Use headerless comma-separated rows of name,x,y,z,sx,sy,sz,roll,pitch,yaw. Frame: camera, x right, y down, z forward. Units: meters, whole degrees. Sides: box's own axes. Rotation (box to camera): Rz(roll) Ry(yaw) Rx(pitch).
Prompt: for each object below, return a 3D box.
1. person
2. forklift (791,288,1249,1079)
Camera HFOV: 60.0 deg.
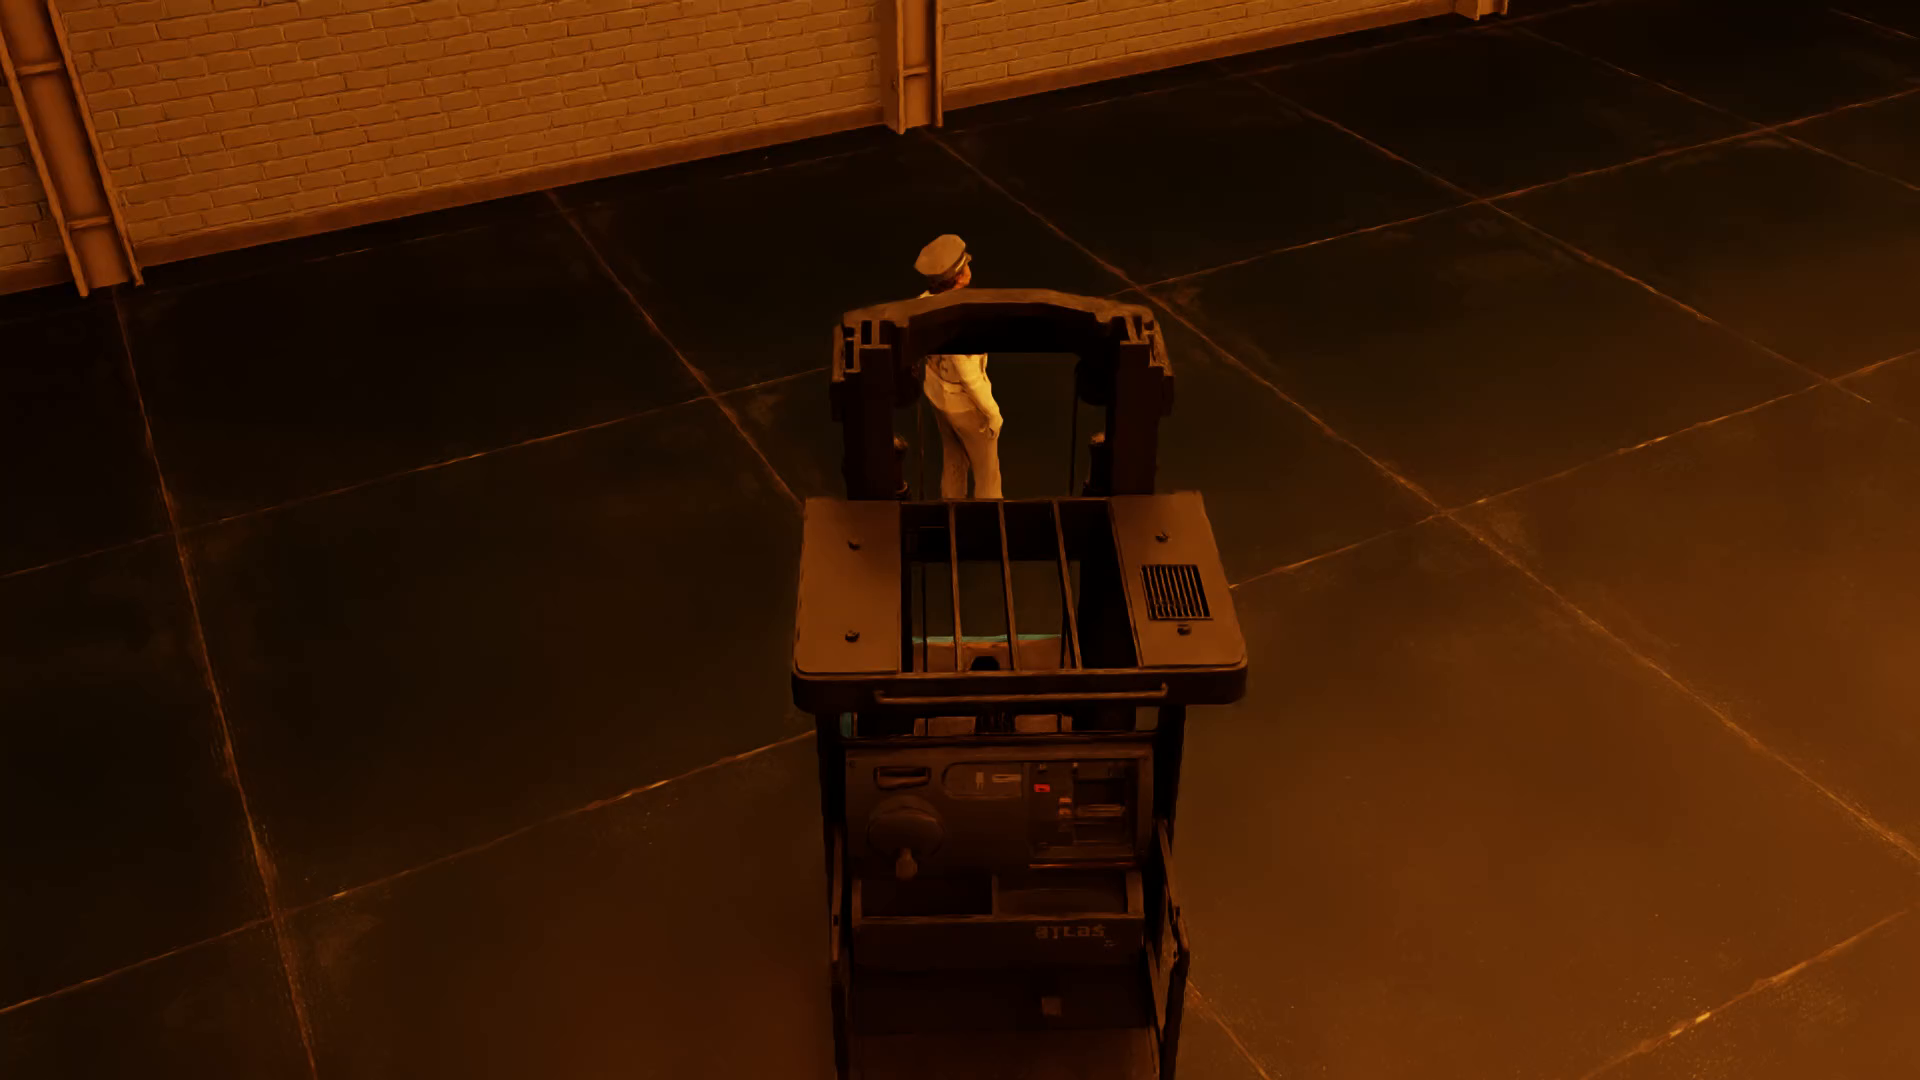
person,0.063,-0.713,8.190,0.532,1.695,0.586,-17,39,-23
forklift,0.129,0.887,4.868,1.130,2.935,3.031,-1,35,-2
